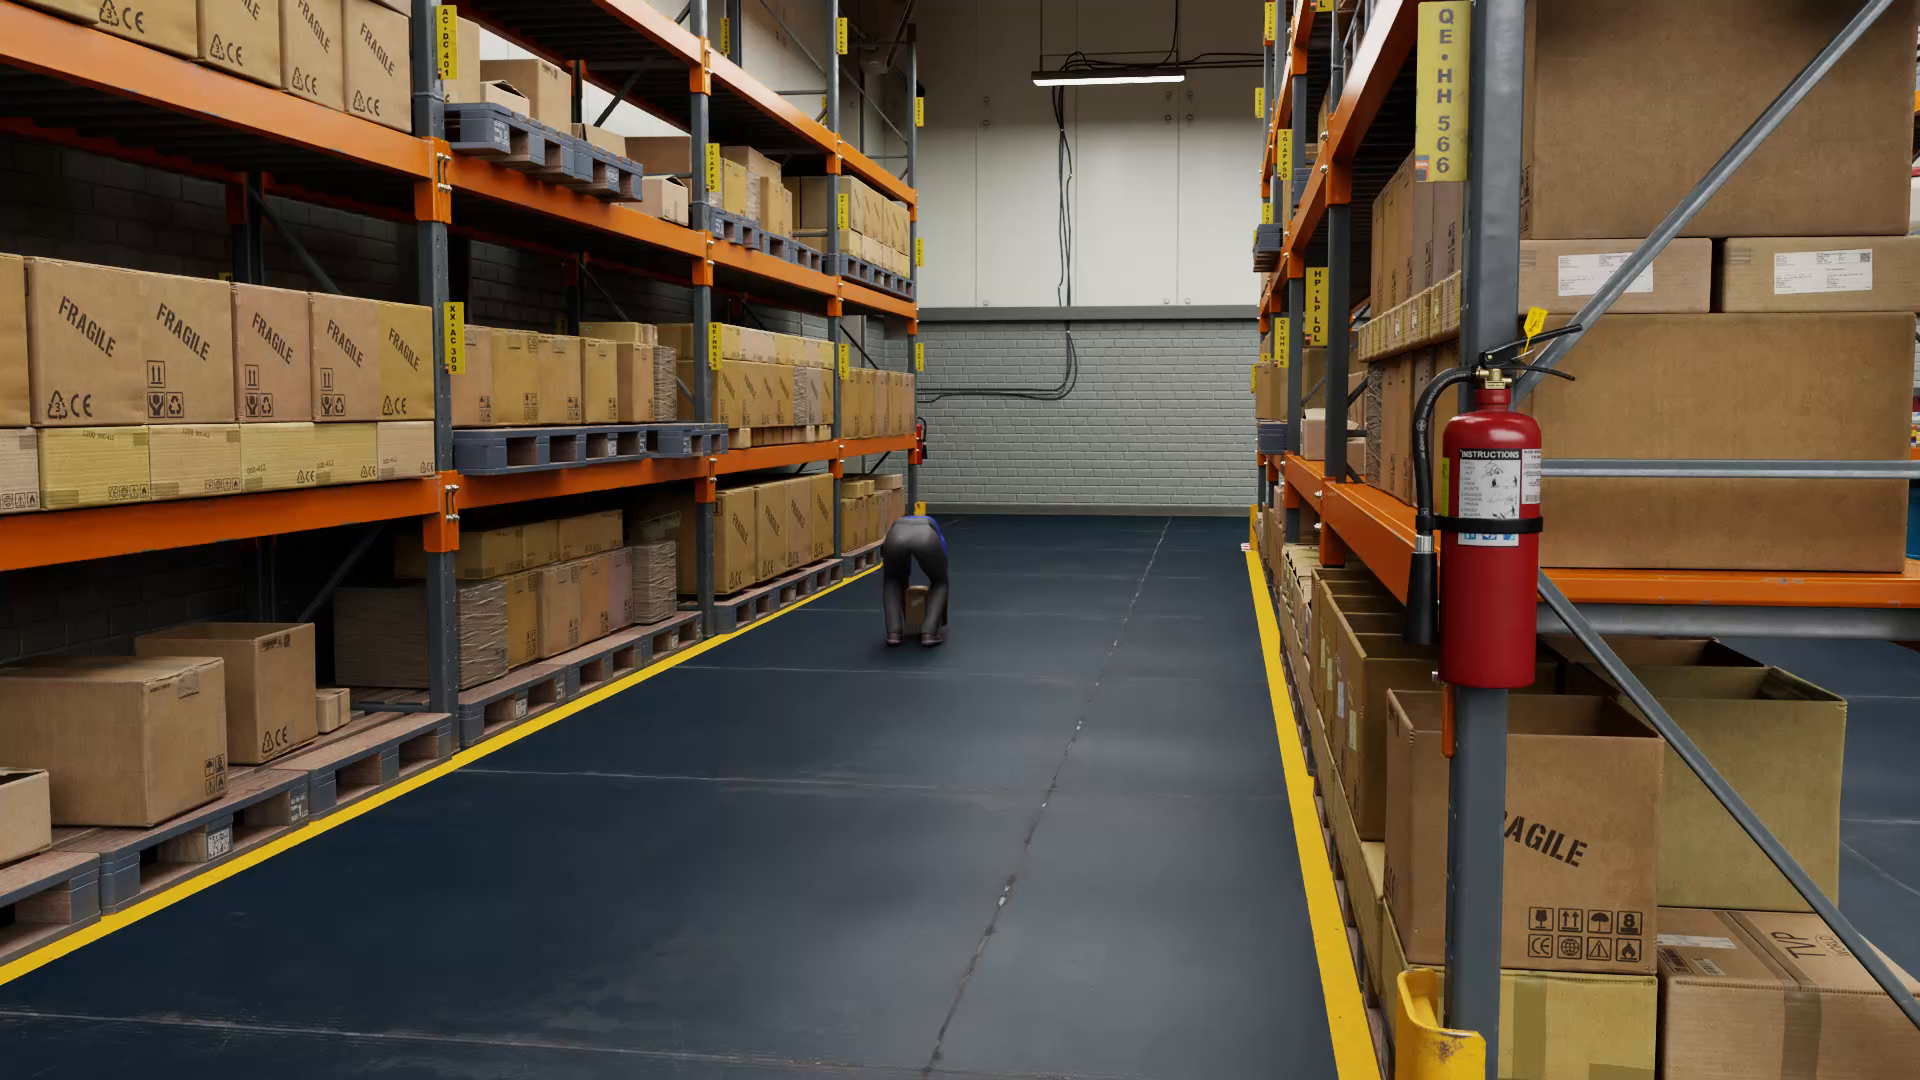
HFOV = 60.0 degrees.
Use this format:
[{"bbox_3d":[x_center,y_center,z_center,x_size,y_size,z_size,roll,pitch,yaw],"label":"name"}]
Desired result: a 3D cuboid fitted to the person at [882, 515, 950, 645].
[{"bbox_3d":[-0.300,0.258,11.528,0.461,0.891,0.868,0,5,6],"label":"person"}]
